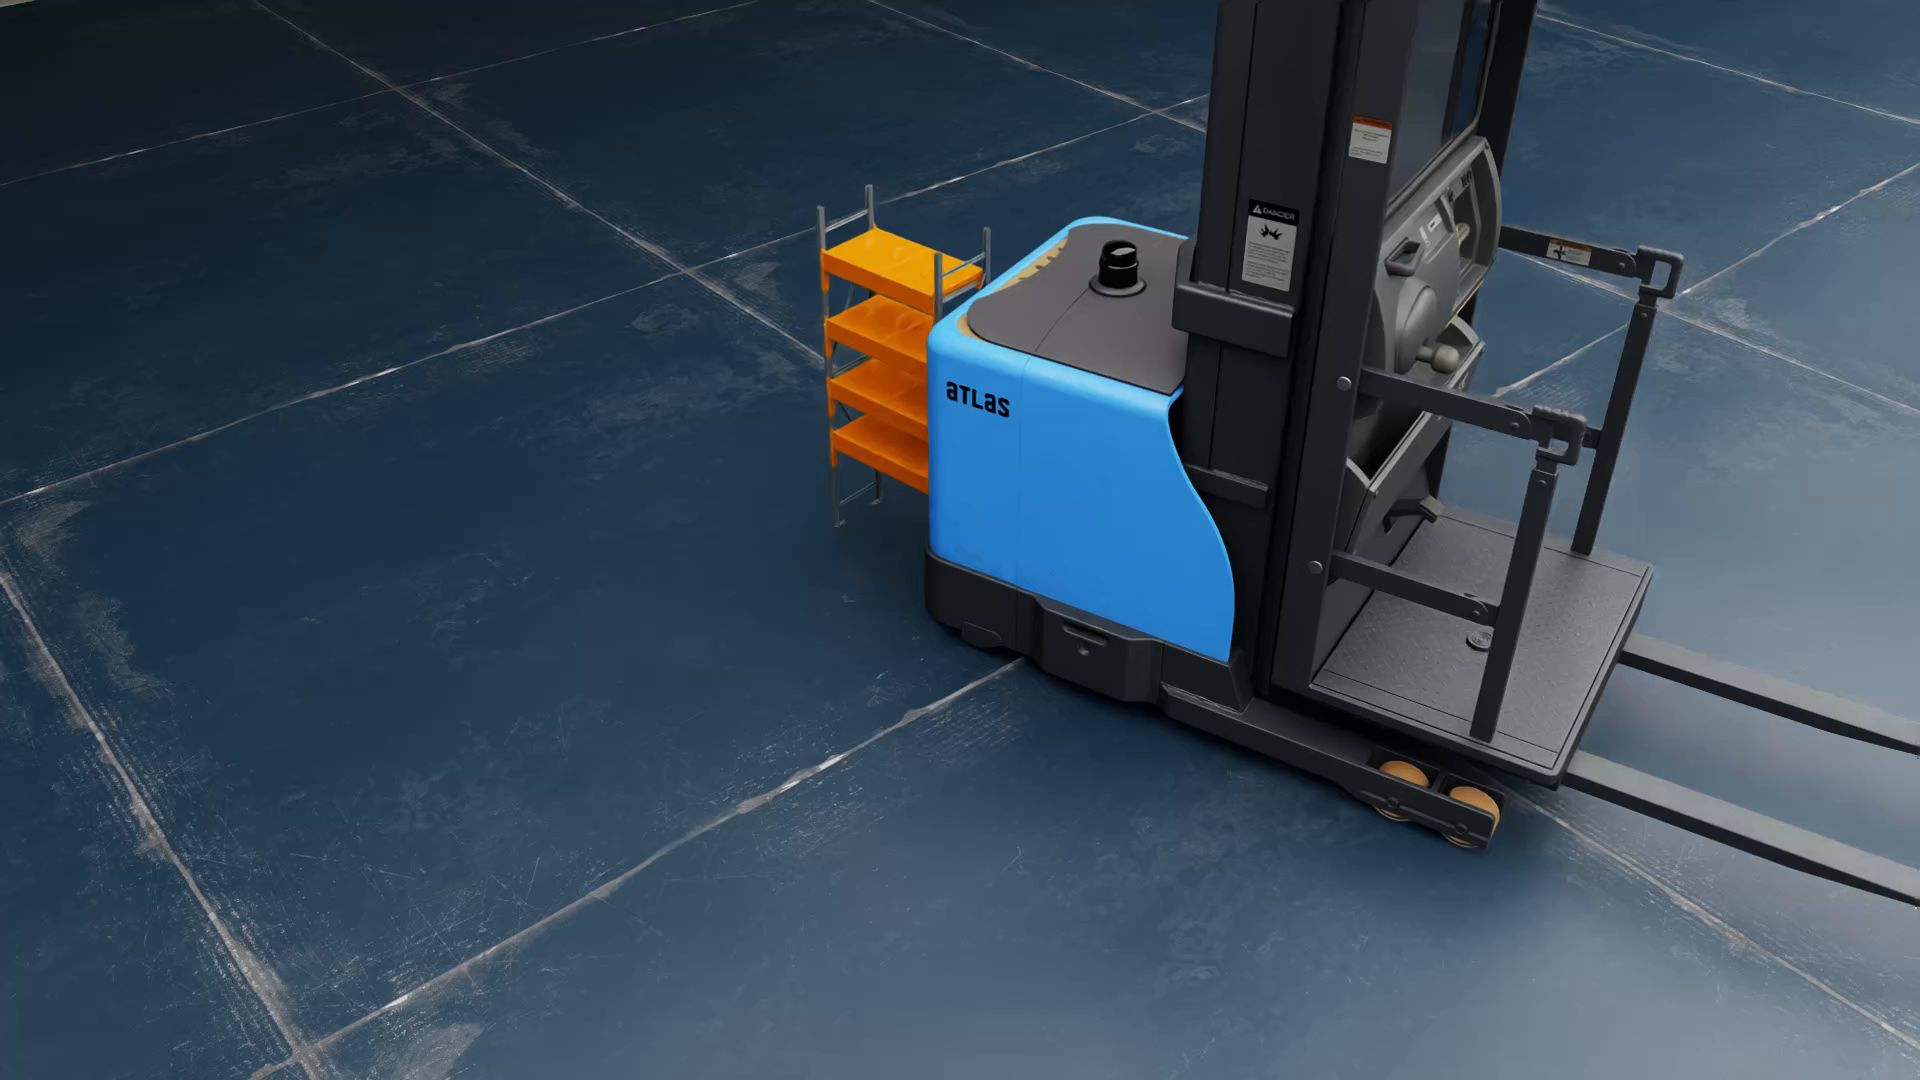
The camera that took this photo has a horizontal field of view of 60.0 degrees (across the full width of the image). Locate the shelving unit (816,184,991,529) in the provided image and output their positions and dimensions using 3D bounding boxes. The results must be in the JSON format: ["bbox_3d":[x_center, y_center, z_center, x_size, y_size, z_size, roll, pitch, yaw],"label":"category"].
[{"bbox_3d":[-0.176,-0.491,5.405,0.503,1.200,0.258,27,43,32],"label":"shelving unit"}]

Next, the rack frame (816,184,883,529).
[{"bbox_3d":[-0.360,-0.584,5.536,0.015,1.200,0.240,27,43,32],"label":"rack frame"}]

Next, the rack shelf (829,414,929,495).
[{"bbox_3d":[-0.176,-0.274,5.559,0.480,0.148,0.258,27,43,32],"label":"rack shelf"}]

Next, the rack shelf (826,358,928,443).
[{"bbox_3d":[-0.176,-0.436,5.444,0.480,0.148,0.258,27,43,32],"label":"rack shelf"}]

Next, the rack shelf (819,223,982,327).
[{"bbox_3d":[-0.176,-0.812,5.178,0.480,0.148,0.258,27,43,32],"label":"rack shelf"}]

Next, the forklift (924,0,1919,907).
[{"bbox_3d":[1.412,-0.706,4.211,3.031,2.935,1.130,20,40,25],"label":"forklift"}]

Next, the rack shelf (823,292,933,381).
[{"bbox_3d":[-0.176,-0.619,5.315,0.480,0.148,0.258,27,43,32],"label":"rack shelf"}]

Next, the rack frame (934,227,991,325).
[{"bbox_3d":[0.008,-0.398,5.274,0.015,1.200,0.240,27,43,32],"label":"rack frame"}]
